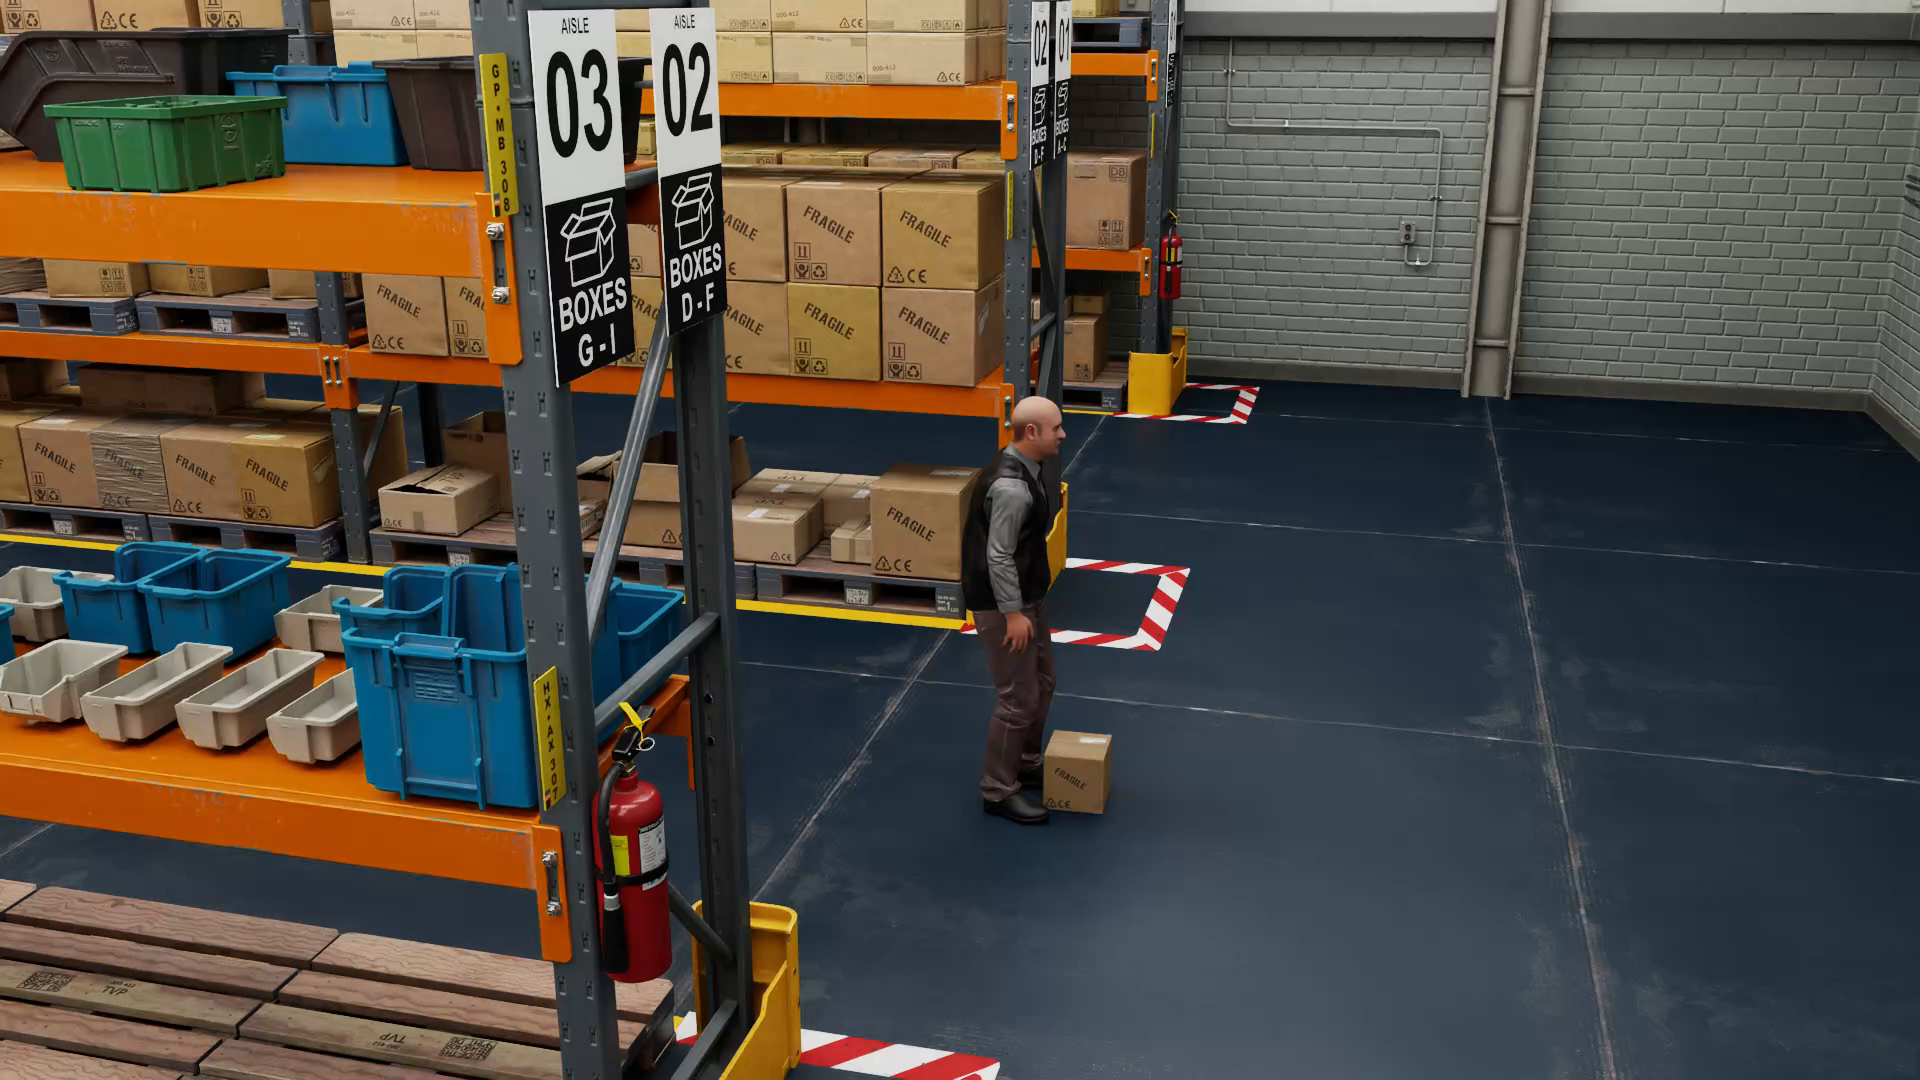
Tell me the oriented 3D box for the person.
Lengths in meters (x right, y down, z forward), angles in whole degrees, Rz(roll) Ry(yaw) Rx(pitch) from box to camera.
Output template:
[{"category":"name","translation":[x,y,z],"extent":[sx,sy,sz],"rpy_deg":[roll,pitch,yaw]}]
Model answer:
[{"category":"person","translation":[0.245,0.256,6.815],"extent":[0.475,1.720,0.587],"rpy_deg":[3,18,10]}]
